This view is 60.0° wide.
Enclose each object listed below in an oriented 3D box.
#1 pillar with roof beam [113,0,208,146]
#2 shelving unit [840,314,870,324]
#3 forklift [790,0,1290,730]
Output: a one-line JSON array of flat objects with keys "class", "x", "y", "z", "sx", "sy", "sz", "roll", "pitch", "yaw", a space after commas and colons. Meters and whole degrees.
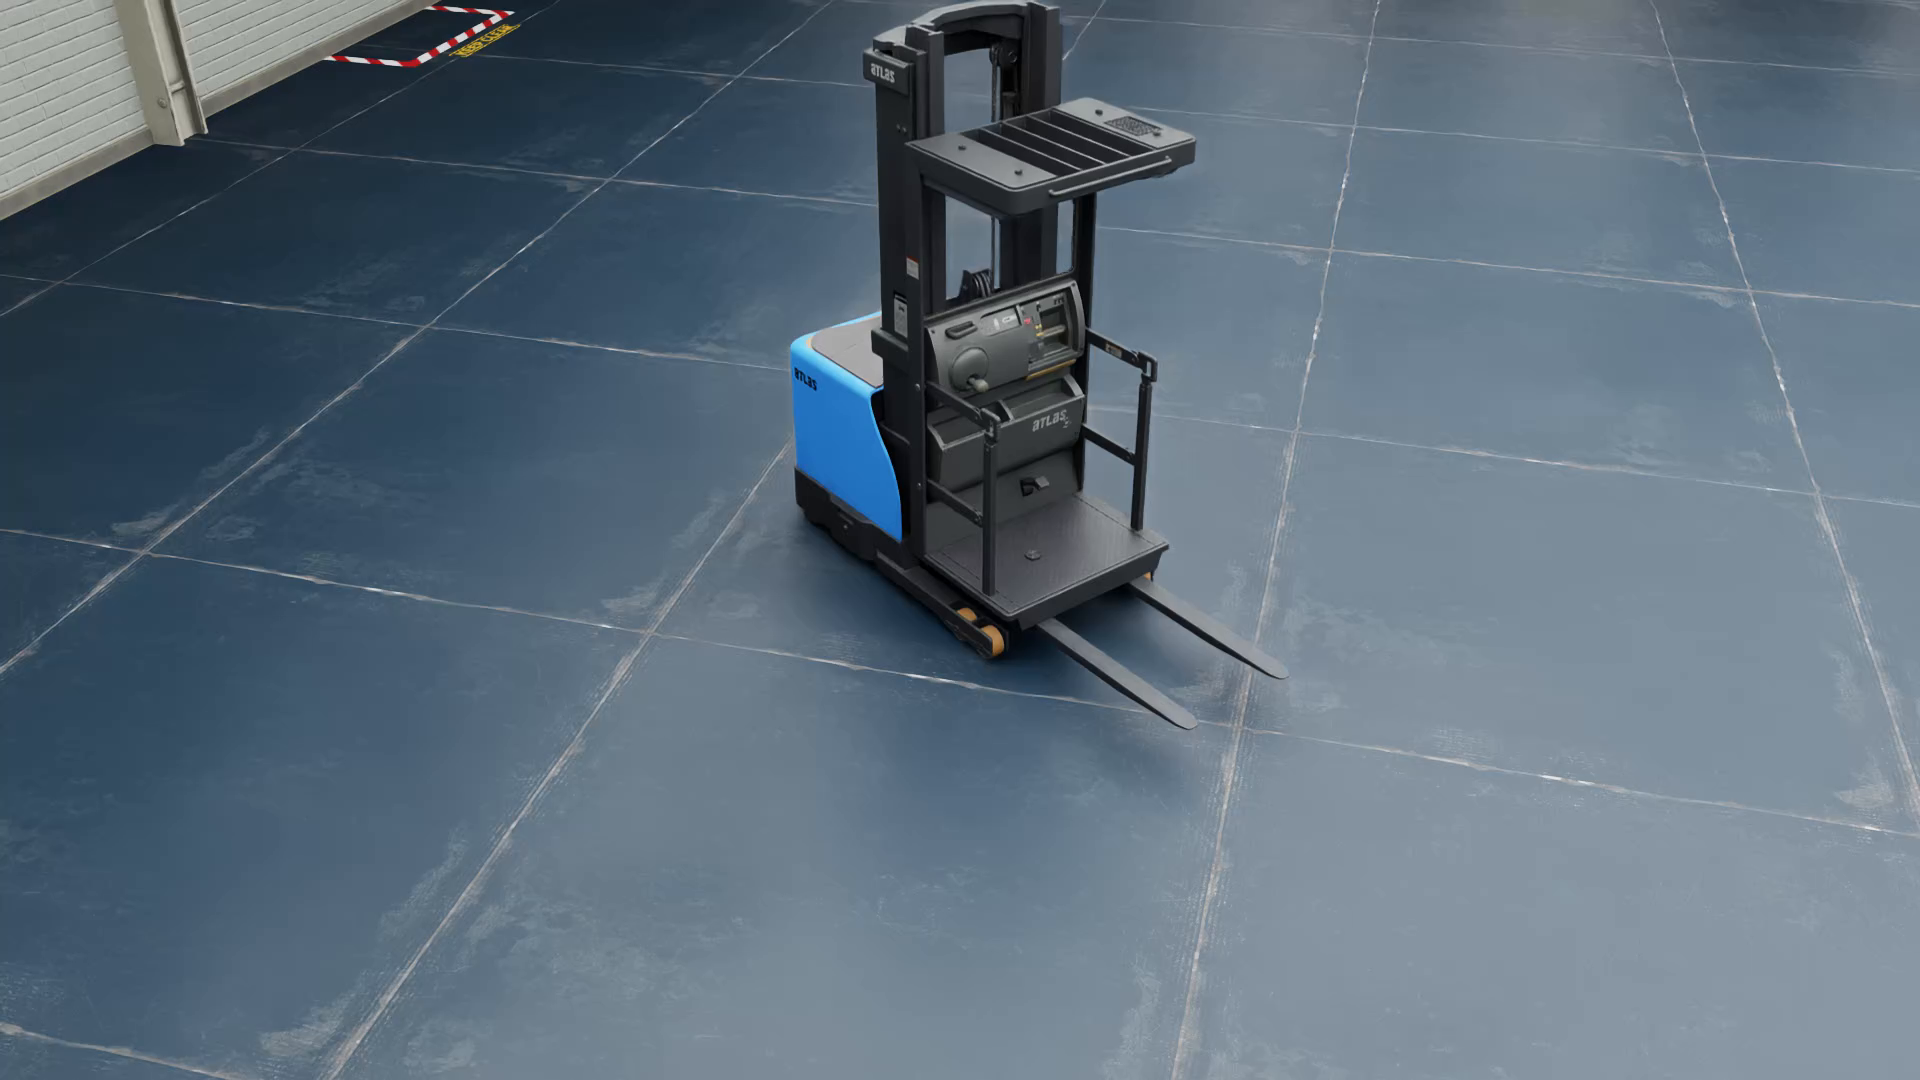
[{"class": "pillar with roof beam", "x": -2.841, "y": -6.825, "z": 11.599, "sx": 9.100, "sy": 9.000, "sz": 0.400, "roll": 8, "pitch": 33, "yaw": 12}, {"class": "shelving unit", "x": -0.533, "y": -0.843, "z": 9.737, "sx": 0.210, "sy": 0.900, "sz": 0.258, "roll": -23, "pitch": 39, "yaw": -31}, {"class": "forklift", "x": 0.367, "y": -0.945, "z": 8.004, "sx": 1.130, "sy": 2.935, "sz": 3.031, "roll": -23, "pitch": 39, "yaw": -31}]
